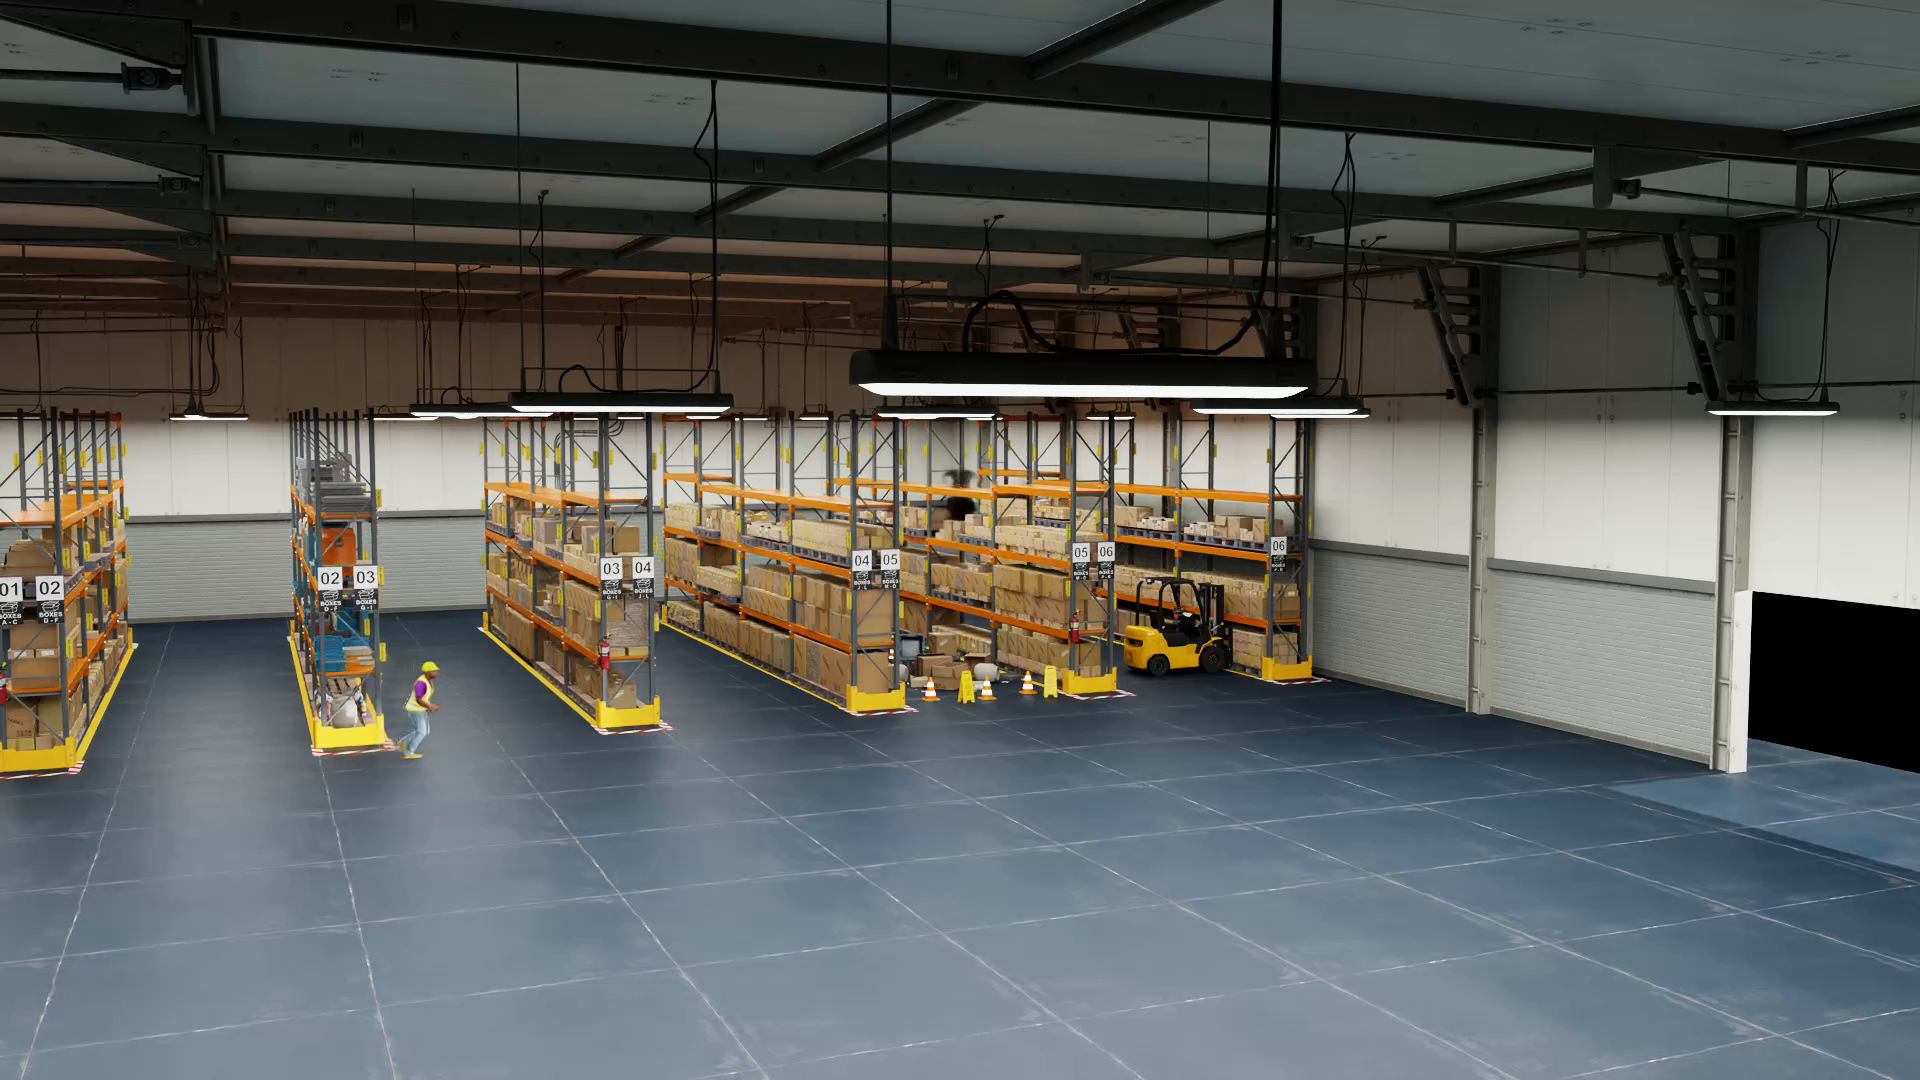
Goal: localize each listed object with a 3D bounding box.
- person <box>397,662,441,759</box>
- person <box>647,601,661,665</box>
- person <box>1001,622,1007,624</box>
[{"bbox_3d":[-9.259,2.907,28.421,0.781,1.651,0.683,0,4,-6],"label":"person"},{"bbox_3d":[-7.414,2.206,39.592,0.867,1.551,0.551,4,6,45],"label":"person"},{"bbox_3d":[1.382,1.728,44.698,0.667,1.755,1.000,-3,5,-35],"label":"person"}]
